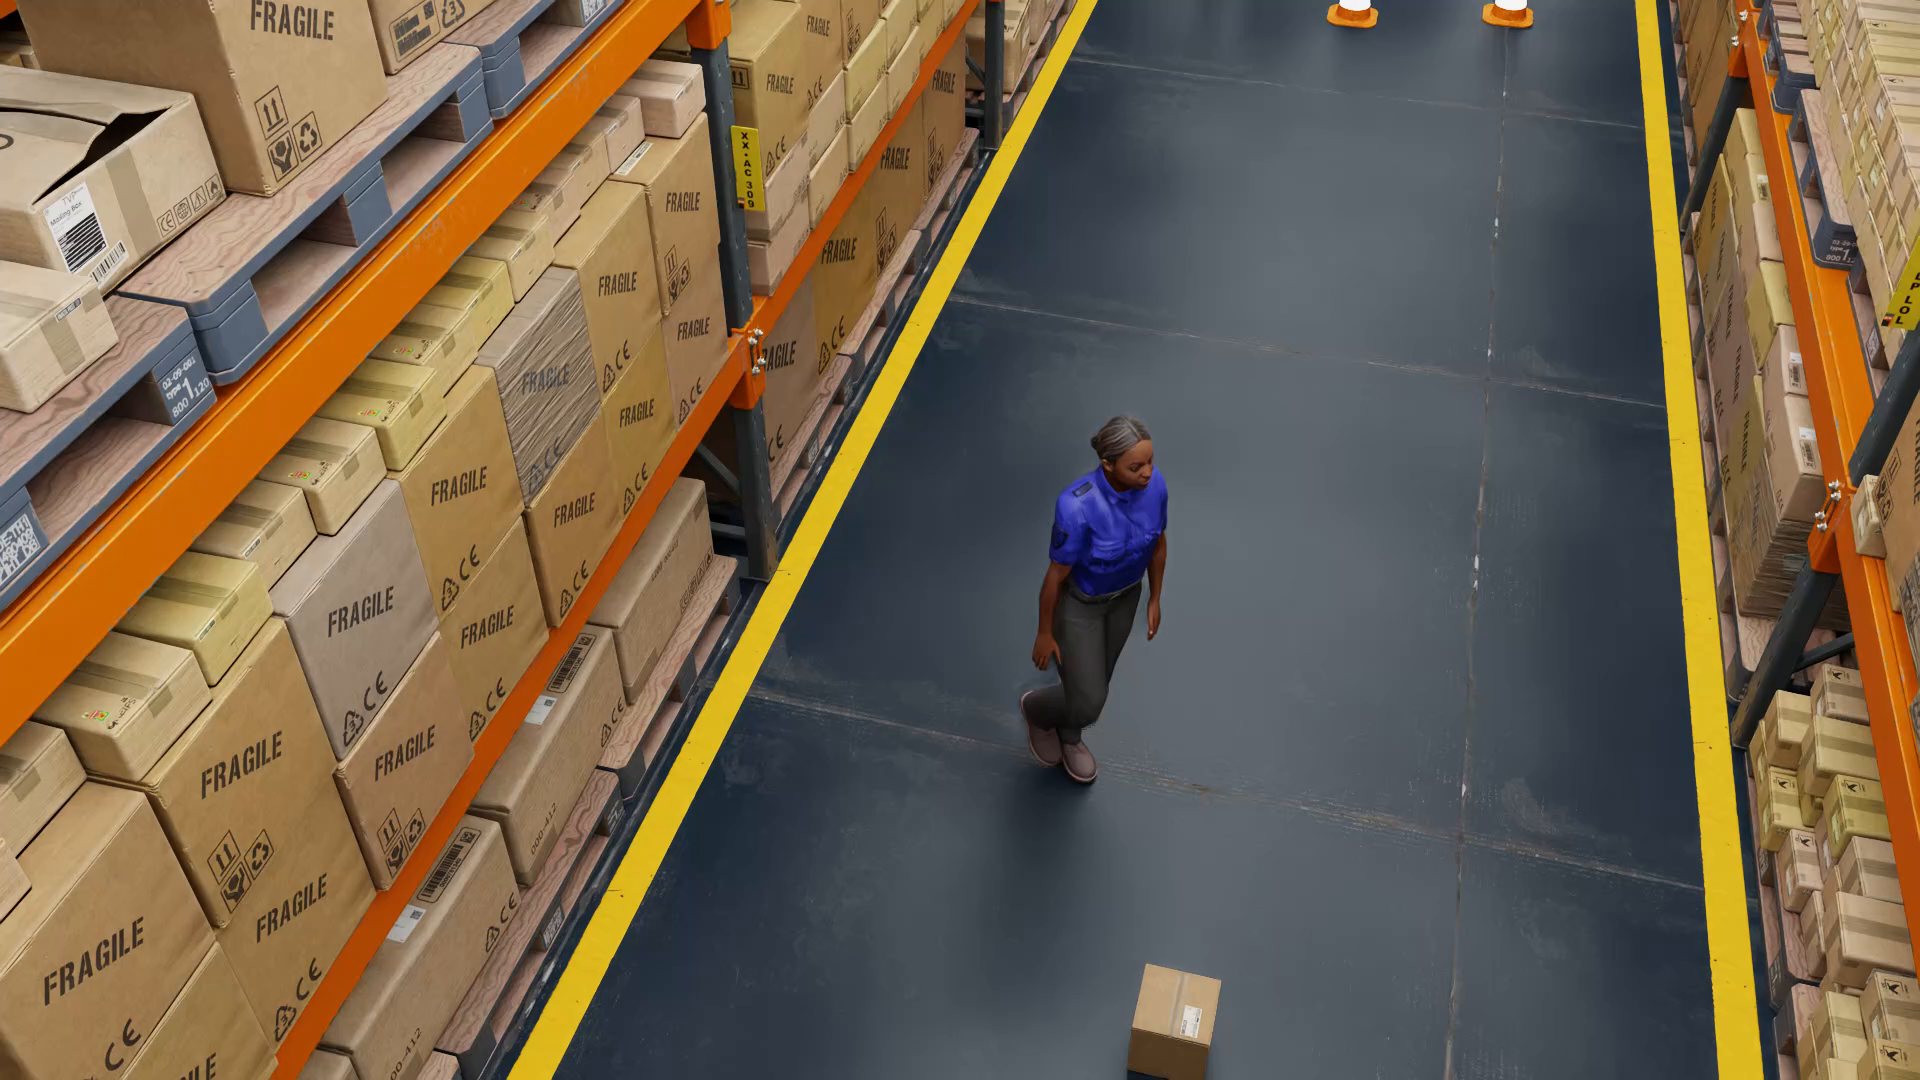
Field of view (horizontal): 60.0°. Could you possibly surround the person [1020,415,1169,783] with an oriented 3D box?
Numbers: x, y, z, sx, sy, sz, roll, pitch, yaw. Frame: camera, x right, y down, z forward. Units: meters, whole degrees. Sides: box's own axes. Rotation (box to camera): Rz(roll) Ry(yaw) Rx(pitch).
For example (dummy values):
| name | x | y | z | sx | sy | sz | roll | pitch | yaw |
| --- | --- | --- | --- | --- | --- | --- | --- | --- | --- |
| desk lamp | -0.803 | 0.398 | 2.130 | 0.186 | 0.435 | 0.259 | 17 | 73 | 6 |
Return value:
| name | x | y | z | sx | sy | sz | roll | pitch | yaw |
| --- | --- | --- | --- | --- | --- | --- | --- | --- | --- |
| person | 0.464 | 0.230 | 5.877 | 0.549 | 1.649 | 0.457 | -23 | 46 | -24 |
